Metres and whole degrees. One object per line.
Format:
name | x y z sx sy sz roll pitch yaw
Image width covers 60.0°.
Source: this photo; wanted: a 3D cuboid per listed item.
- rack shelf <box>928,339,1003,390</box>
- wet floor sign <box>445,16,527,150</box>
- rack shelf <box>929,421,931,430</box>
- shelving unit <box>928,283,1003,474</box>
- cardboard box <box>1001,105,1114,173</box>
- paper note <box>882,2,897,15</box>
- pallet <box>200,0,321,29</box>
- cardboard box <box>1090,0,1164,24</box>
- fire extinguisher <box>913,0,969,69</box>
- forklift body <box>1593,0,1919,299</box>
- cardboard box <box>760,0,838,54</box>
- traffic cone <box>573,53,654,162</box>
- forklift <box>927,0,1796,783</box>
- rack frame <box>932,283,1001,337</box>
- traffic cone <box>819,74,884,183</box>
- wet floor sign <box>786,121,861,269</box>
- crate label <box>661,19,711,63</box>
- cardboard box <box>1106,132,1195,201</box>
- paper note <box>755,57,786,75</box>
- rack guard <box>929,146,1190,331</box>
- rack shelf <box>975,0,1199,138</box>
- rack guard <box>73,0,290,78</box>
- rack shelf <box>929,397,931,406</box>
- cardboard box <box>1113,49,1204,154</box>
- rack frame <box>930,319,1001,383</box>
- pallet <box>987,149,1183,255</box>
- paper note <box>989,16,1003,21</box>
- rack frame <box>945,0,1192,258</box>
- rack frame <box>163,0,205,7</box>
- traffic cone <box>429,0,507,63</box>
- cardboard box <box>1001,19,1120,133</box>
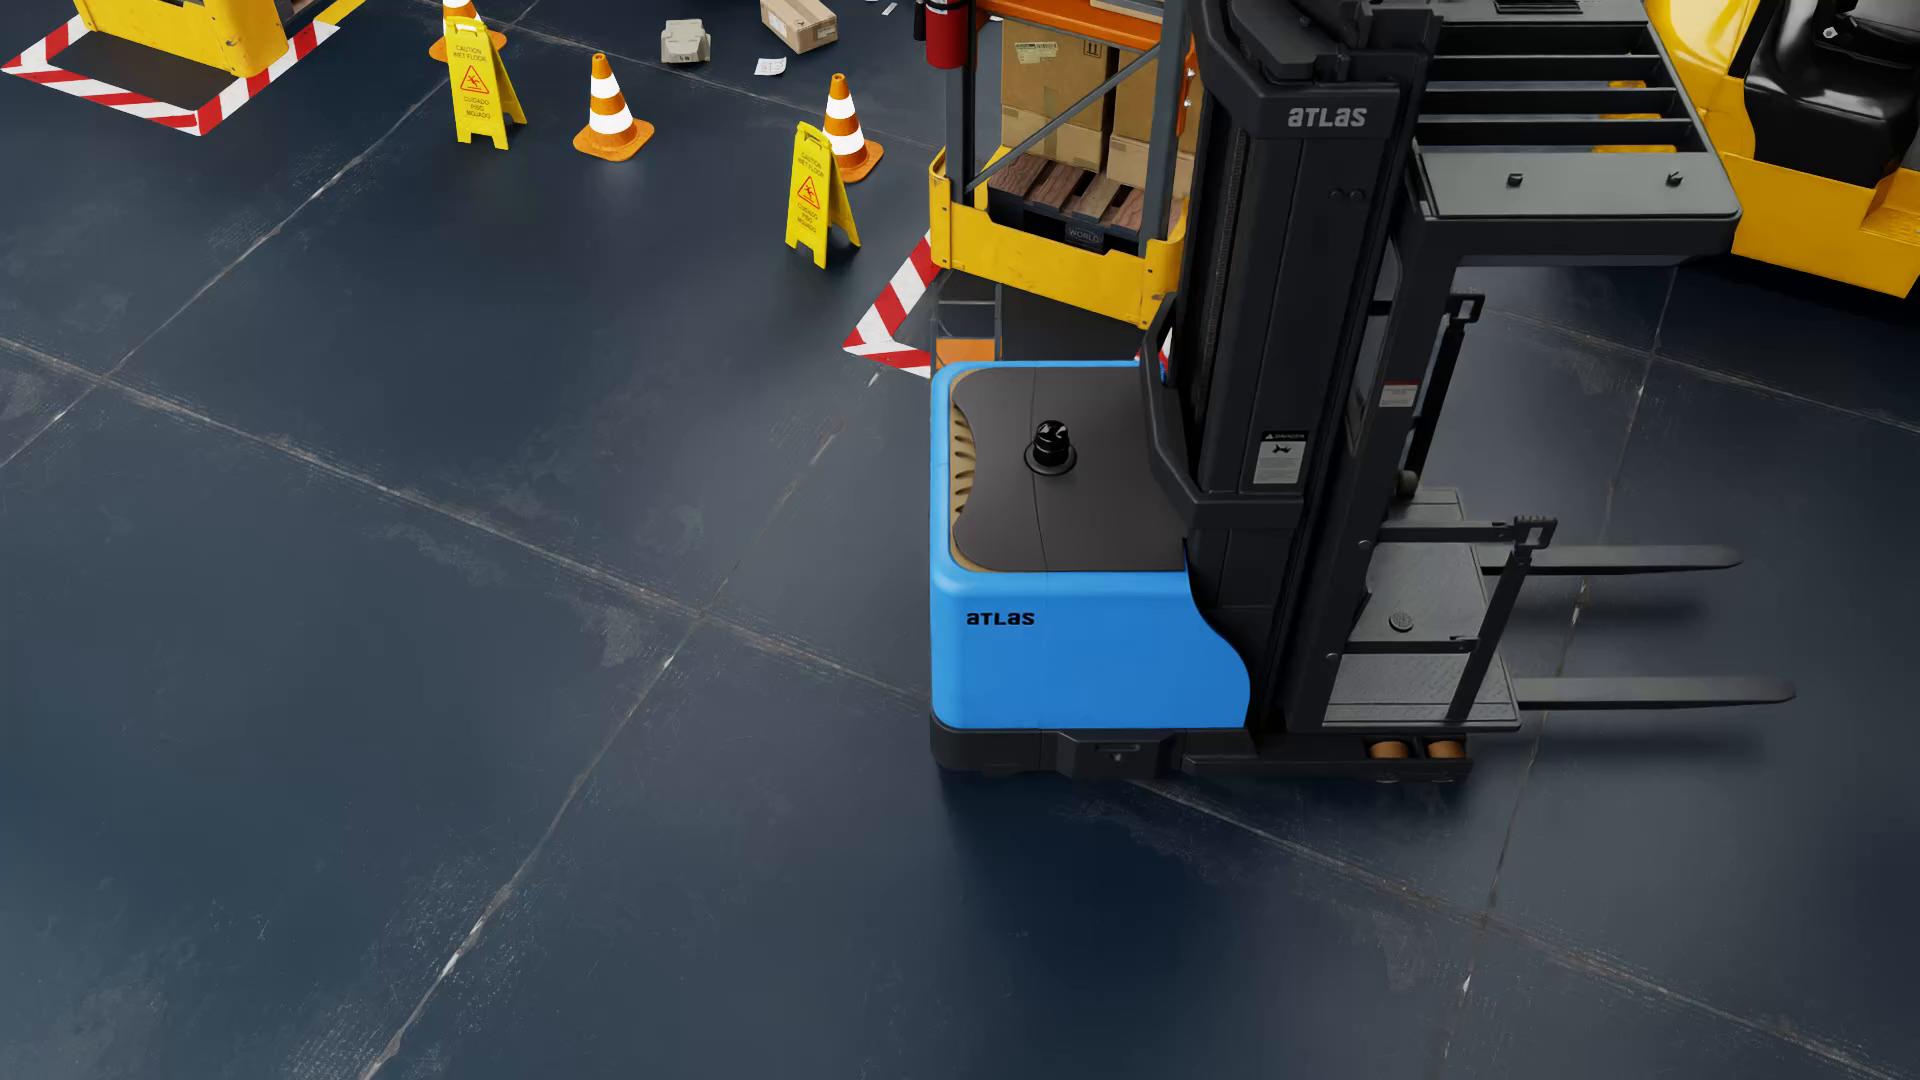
rack shelf | 0.021 -0.630 5.899 0.258 0.103 0.180 1 50 1
wet floor sign | -2.328 -2.243 8.050 0.267 0.644 0.232 12 51 10
rack shelf | 0.021 -0.474 6.081 0.258 0.103 0.180 1 50 1
shelving unit | 0.021 -0.425 6.139 0.258 1.200 0.189 1 50 1
cardboard box | 0.525 -2.035 7.857 0.500 0.250 0.500 20 52 16
paper note | -0.380 -2.877 9.007 0.032 0.001 0.123 20 52 16
pallet | -3.835 -3.342 9.271 1.003 0.211 1.213 20 52 16
cardboard box | 0.745 -2.214 6.644 0.380 0.149 0.250 20 52 16
fire extinguisher | -0.053 -2.175 6.497 0.296 0.674 0.183 20 52 16
forklift body | 4.063 -2.141 6.974 2.313 2.155 1.214 20 52 16
cardboard box | -0.854 -2.764 8.820 0.250 0.149 0.380 -28 55 -22
traffic cone | -1.719 -2.150 8.090 0.336 0.463 0.334 20 52 16
forklift | 1.407 -0.505 5.071 3.031 2.935 1.130 0 50 0
rack frame | 0.023 -0.495 6.198 0.240 1.200 0.006 1 50 1
traffic cone | -0.570 -2.023 7.982 0.336 0.463 0.334 20 52 16
wet floor sign | -0.636 -1.583 7.489 0.232 0.644 0.267 -37 59 -27
crate label | -1.439 -2.606 8.692 0.250 0.136 0.298 -4 50 -3
cardboard box | 1.007 -1.839 7.690 0.500 0.250 0.500 19 52 16
paper note | -0.983 -2.465 8.643 0.148 0.019 0.142 4 50 3
rack guard | 0.445 -1.371 7.404 1.175 0.500 0.348 20 52 16
rack shelf | 1.267 -3.273 7.853 1.077 0.370 4.000 20 52 16
rack guard | -4.116 -2.843 8.656 1.175 0.500 0.348 20 52 16
rack shelf | 0.021 -0.552 5.990 0.258 0.103 0.180 1 50 1
cardboard box | 1.017 -2.099 7.419 0.500 0.500 0.500 18 52 15
rack frame | 0.019 -0.355 6.080 0.240 1.200 0.006 1 50 1
pallet | 0.824 -1.826 7.980 1.003 0.211 1.213 20 52 16
paper note | 0.203 -2.852 8.971 0.142 0.019 0.148 4 50 3
rack frame | 0.413 -2.129 6.407 1.000 3.000 0.127 20 52 16
rack frame | -4.106 -3.670 7.718 1.000 3.000 0.127 20 52 16
traffic cone | -2.595 -2.751 8.603 0.336 0.463 0.334 20 52 16
cardboard box | 0.519 -2.253 7.550 0.500 0.500 0.500 20 53 16
